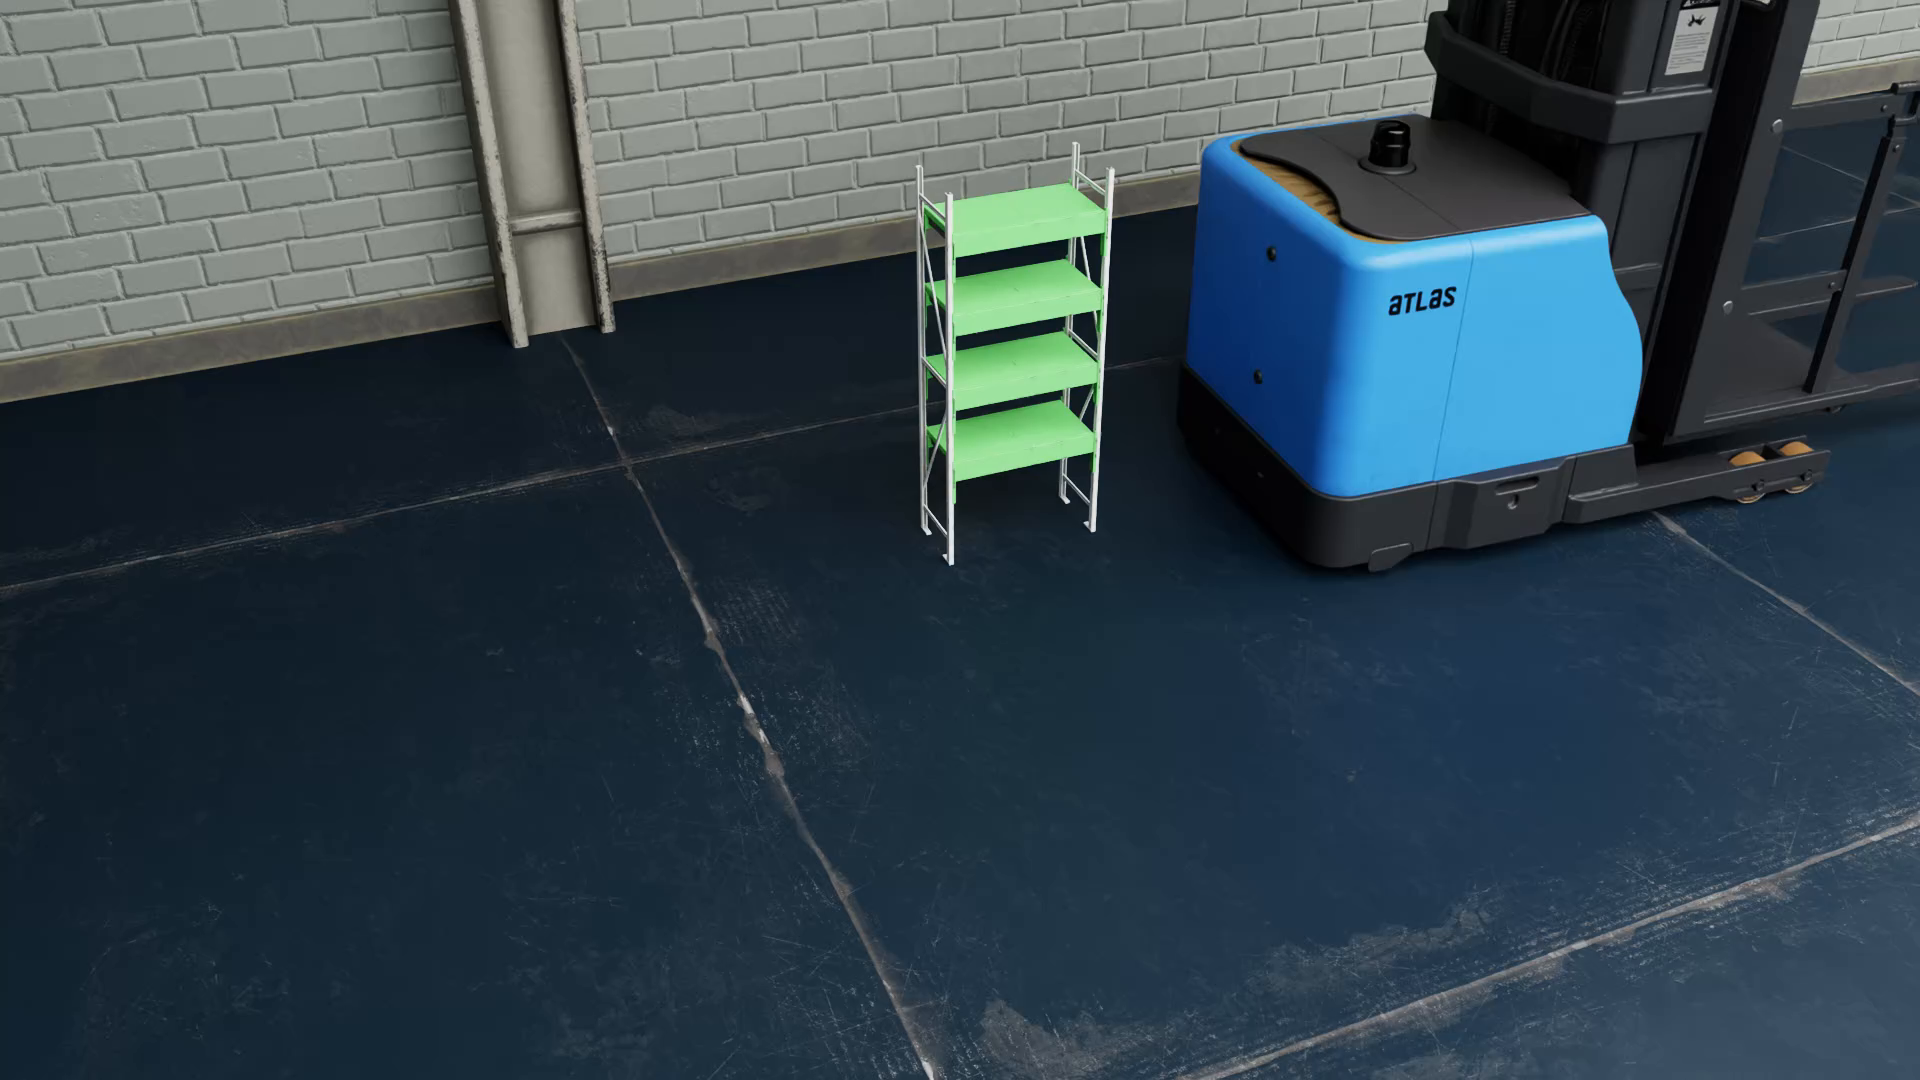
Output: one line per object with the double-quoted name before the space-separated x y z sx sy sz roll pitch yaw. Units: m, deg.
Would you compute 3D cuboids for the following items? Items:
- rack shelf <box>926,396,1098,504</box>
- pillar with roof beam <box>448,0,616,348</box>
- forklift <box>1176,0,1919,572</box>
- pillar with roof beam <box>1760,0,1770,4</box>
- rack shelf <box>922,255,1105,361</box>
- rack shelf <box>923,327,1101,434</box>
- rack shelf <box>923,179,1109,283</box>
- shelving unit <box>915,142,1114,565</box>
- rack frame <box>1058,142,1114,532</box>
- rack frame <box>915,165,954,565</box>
"rack shelf" 0.153 -0.283 5.142 0.480 0.148 0.258 -13 35 -19
"pillar with roof beam" 0.078 -2.461 0.781 0.400 9.000 9.100 -13 35 -19
"forklift" 2.320 -1.609 5.035 3.031 2.935 1.130 -11 35 -16
"pillar with roof beam" 5.611 -3.728 2.728 0.400 9.000 9.100 -13 35 -19
"rack shelf" 0.153 -0.685 4.880 0.480 0.148 0.258 -13 35 -19
"rack shelf" 0.153 -0.484 5.011 0.480 0.148 0.258 -13 35 -19
"rack shelf" 0.153 -0.887 4.750 0.480 0.148 0.258 -13 35 -19
"shelving unit" 0.153 -0.538 4.976 0.503 1.200 0.258 -13 35 -19
"rack frame" 0.378 -0.589 5.056 0.015 1.200 0.240 -13 35 -19
"rack frame" -0.072 -0.486 4.897 0.015 1.200 0.240 -13 35 -19
